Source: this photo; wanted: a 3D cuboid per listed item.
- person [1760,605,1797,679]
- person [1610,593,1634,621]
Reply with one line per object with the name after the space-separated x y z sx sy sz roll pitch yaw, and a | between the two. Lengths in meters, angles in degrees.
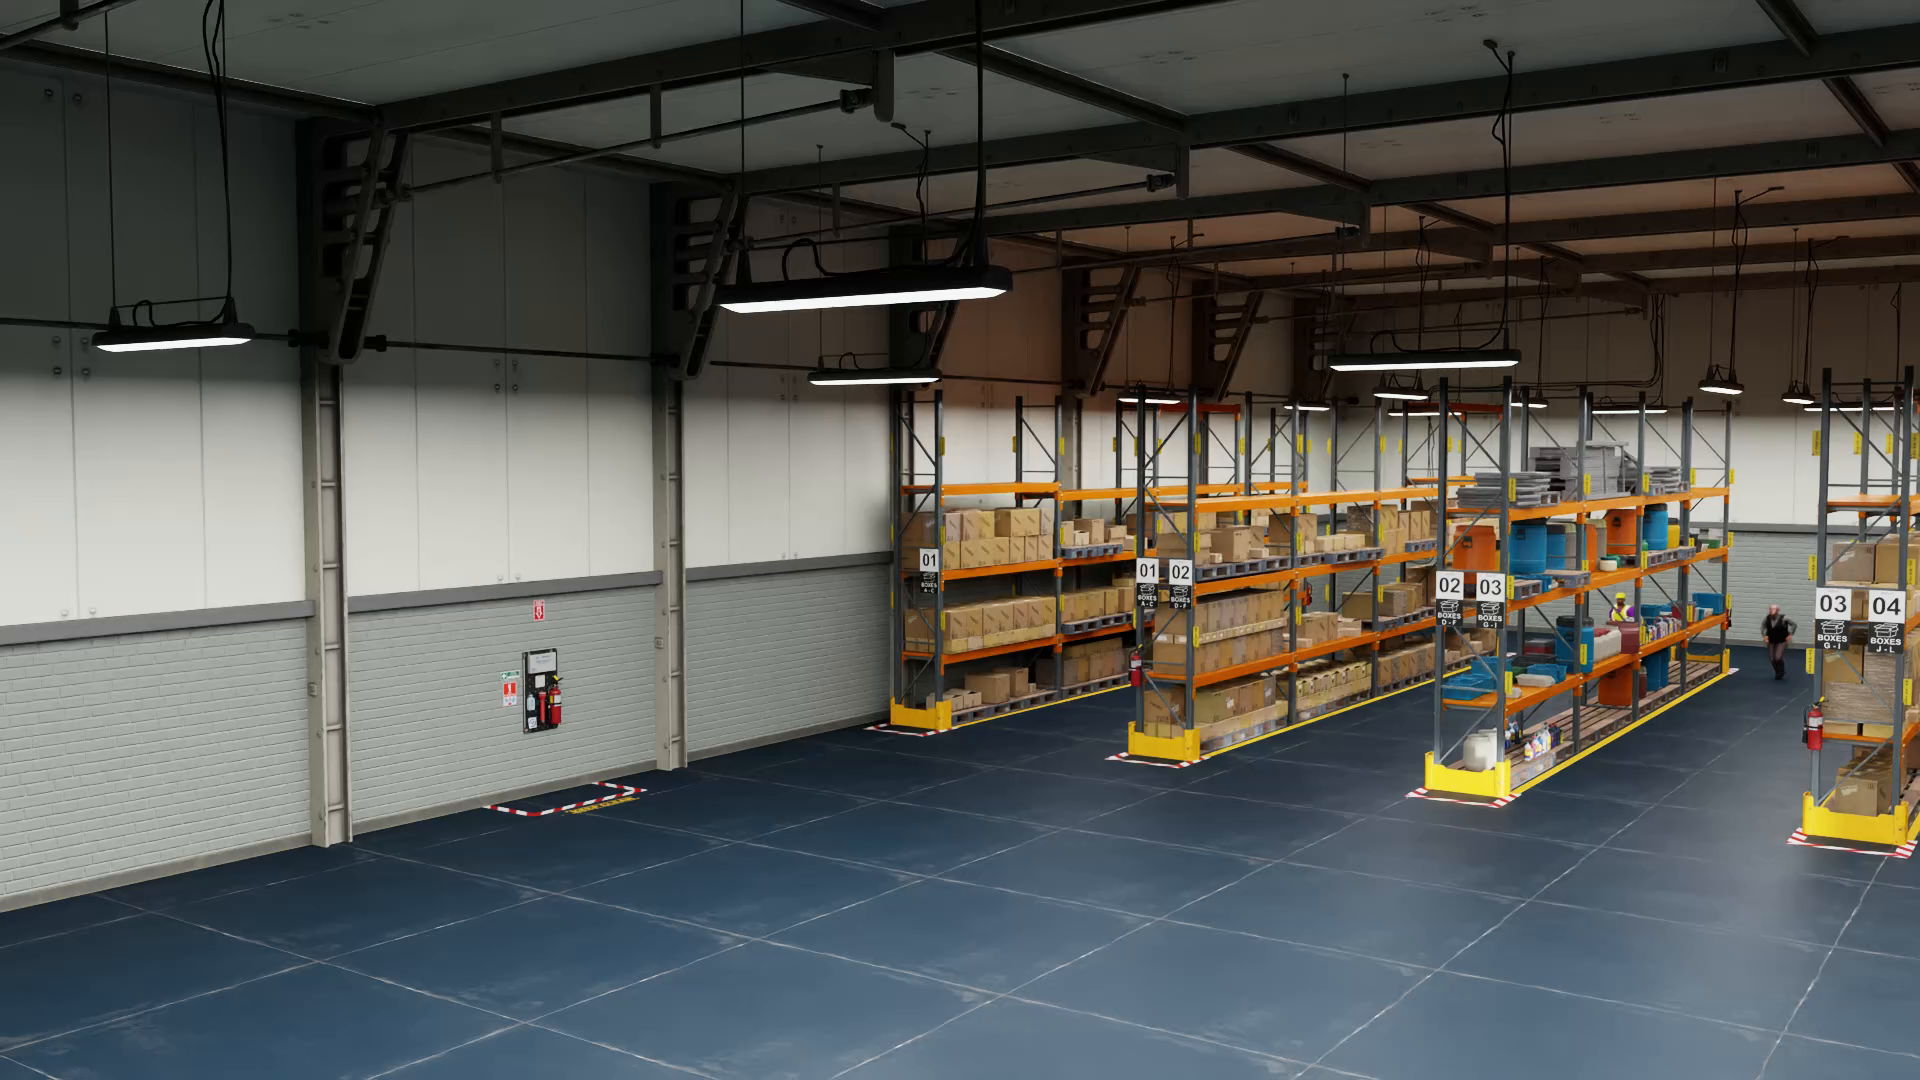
17.537 2.185 35.617 0.702 1.629 0.711 3 4 43 | person
14.741 2.027 37.137 0.588 1.696 1.067 2 4 33 | person
